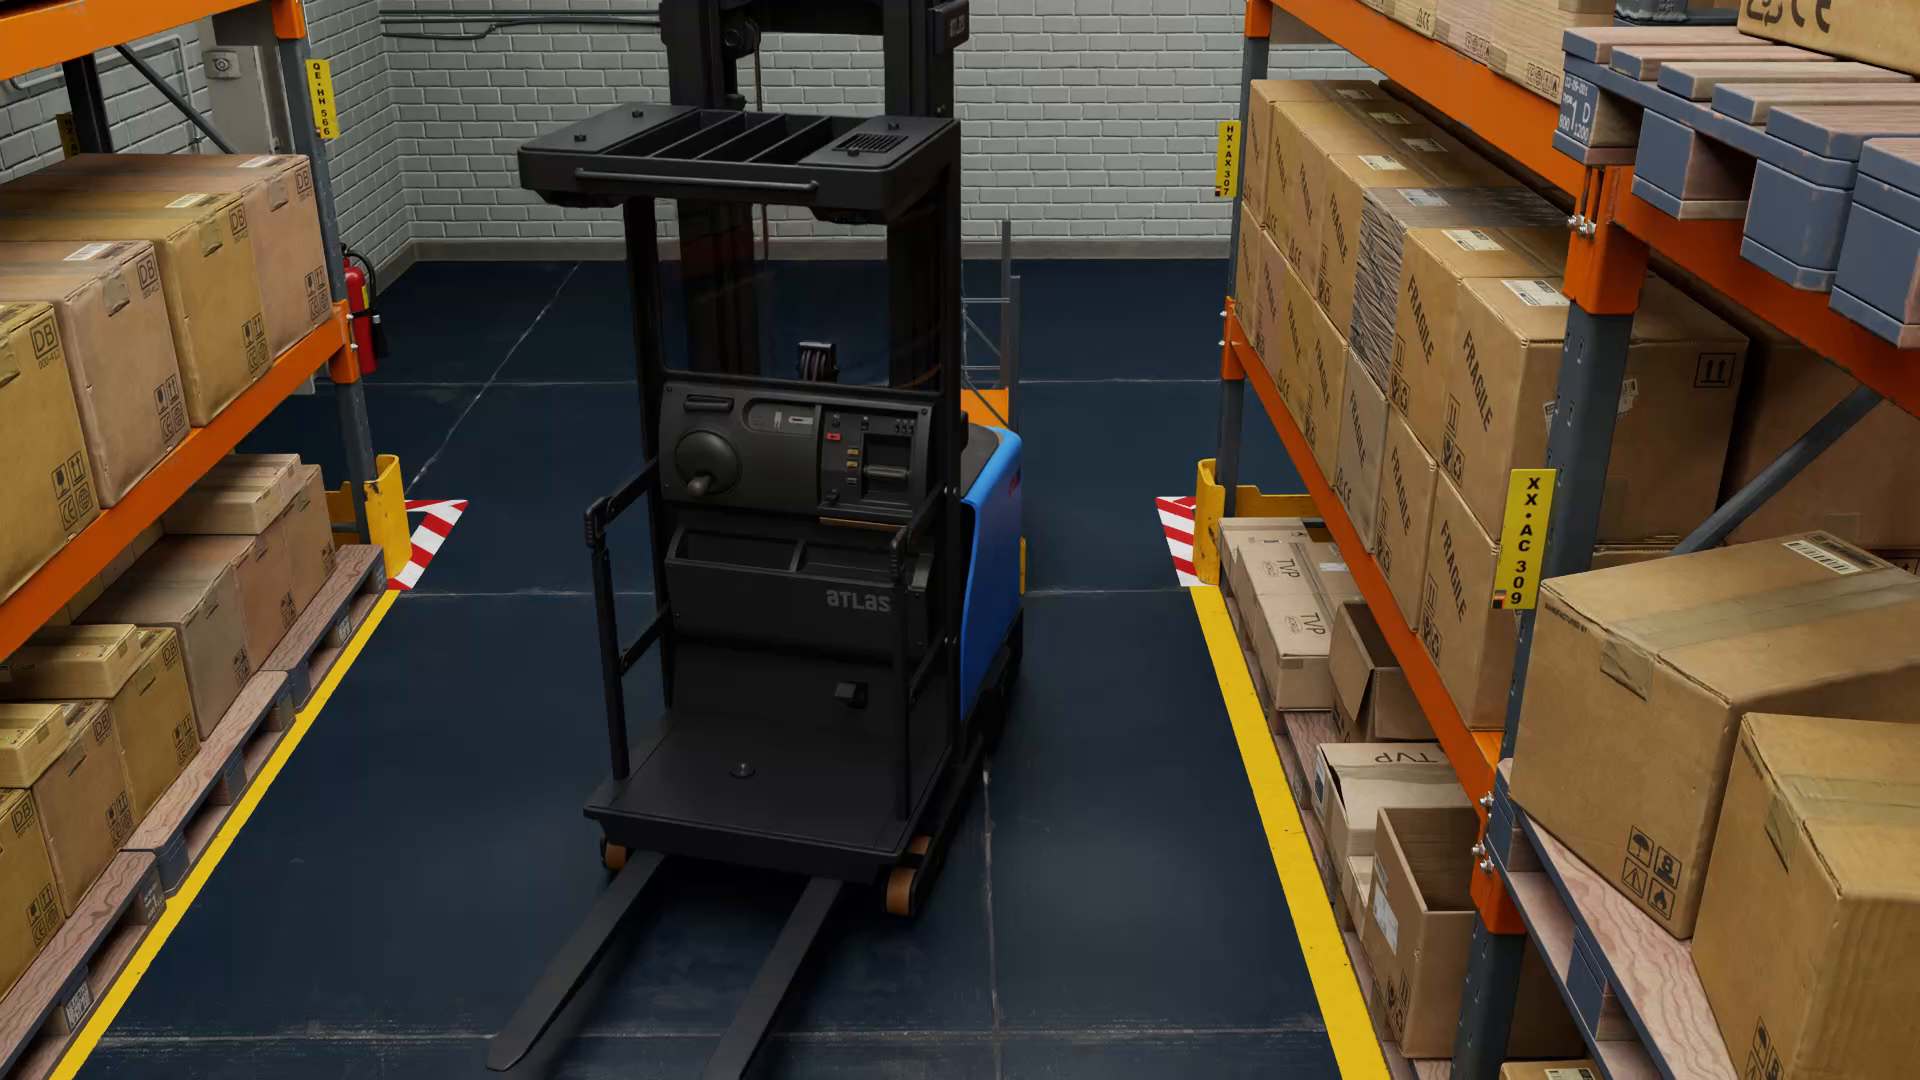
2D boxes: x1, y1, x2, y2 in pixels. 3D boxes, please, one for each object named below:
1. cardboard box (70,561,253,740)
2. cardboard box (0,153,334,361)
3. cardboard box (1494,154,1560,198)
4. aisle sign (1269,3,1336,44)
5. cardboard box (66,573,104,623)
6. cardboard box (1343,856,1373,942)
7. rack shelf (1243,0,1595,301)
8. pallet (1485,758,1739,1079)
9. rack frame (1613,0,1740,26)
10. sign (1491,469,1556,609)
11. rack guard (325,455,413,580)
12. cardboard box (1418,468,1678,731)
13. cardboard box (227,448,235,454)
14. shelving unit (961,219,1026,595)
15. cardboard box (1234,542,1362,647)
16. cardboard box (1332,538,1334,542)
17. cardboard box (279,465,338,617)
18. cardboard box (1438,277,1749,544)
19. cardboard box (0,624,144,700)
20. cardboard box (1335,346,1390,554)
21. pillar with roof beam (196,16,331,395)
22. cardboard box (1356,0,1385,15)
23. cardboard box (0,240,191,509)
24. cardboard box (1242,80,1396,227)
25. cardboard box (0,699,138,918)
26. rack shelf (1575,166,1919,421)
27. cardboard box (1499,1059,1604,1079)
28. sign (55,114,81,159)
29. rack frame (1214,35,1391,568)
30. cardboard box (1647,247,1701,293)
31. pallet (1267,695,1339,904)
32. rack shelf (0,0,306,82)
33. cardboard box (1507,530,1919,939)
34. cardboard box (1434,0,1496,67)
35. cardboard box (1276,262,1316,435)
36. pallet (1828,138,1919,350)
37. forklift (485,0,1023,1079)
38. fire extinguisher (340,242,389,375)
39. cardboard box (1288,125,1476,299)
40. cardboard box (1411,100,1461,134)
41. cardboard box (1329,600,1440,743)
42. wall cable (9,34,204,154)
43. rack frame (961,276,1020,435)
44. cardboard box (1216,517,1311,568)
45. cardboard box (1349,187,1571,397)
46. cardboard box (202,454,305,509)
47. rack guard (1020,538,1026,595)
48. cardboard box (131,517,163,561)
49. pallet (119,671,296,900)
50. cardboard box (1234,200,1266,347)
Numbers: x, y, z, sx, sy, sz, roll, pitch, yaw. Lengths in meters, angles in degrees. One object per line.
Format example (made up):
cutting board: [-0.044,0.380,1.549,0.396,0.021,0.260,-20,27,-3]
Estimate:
cardboard box: [-3.127,0.414,6.218,0.700,0.500,0.500,-1,24,-2]
cardboard box: [-3.230,-1.161,6.814,0.980,0.700,0.700,1,24,2]
cardboard box: [2.009,-0.944,5.363,0.500,0.500,0.500,0,24,1]
aisle sign: [1.413,-2.470,6.917,0.394,0.787,0.004,0,24,-1]
cardboard box: [-3.324,0.177,5.955,0.380,0.149,0.250,0,24,0]
cardboard box: [1.397,1.100,5.103,0.380,0.149,0.250,0,24,-1]
rack shelf: [1.729,-1.474,5.101,1.077,0.370,4.000,0,24,-1]
pallet: [1.651,0.807,3.059,1.003,0.211,1.213,0,24,-1]
rack frame: [1.751,-2.344,2.512,1.000,3.000,0.127,0,24,-1]
sign: [1.208,0.001,3.558,0.100,0.325,0.005,0,24,-1]
rack guard: [-3.246,-0.106,7.877,1.175,0.500,0.348,0,24,-1]
cardboard box: [1.489,0.139,4.181,0.500,0.500,0.500,0,24,0]
cardboard box: [-3.340,-0.345,7.110,0.380,0.149,0.250,0,24,0]
shelving unit: [0.001,-0.652,7.871,0.587,1.500,1.083,0,24,-1]
cardboard box: [1.435,0.225,6.915,0.500,0.250,0.500,0,24,-1]
cardboard box: [1.960,-0.097,7.325,0.500,0.500,0.500,0,24,-1]
cardboard box: [-3.138,0.001,7.132,0.700,0.500,0.500,0,24,-1]
cardboard box: [1.487,-0.319,3.980,0.500,0.500,0.500,0,24,0]
cardboard box: [-2.935,0.400,5.463,0.380,0.149,0.250,-1,24,-2]
cardboard box: [1.474,-0.285,5.119,0.500,0.500,0.500,0,24,1]
pillar with roof beam: [0.164,-5.096,8.598,9.100,9.000,0.400,0,24,-1]
cardboard box: [1.470,-1.726,4.969,0.500,0.250,0.500,0,24,-1]
cardboard box: [-3.212,-0.548,5.457,0.980,0.700,0.700,-1,24,-3]
cardboard box: [1.449,-1.576,6.759,0.500,0.500,0.500,0,24,1]
cardboard box: [-3.110,0.845,5.265,0.700,0.500,0.500,0,24,-1]
rack shelf: [1.773,0.175,1.457,1.077,0.370,4.000,0,24,-1]
cardboard box: [1.513,1.528,3.730,0.500,0.500,0.500,-1,24,-3]
sign: [-3.801,-1.665,7.146,0.100,0.325,0.005,0,24,-1]
rack frame: [1.707,-1.259,7.393,1.000,3.000,0.127,0,24,-1]
cardboard box: [2.021,-0.520,4.424,0.500,0.500,0.500,-1,24,-2]
pallet: [1.728,0.873,6.063,1.003,0.211,1.213,0,24,-1]
rack shelf: [-3.224,-1.450,5.048,1.077,0.370,4.000,0,24,-1]
cardboard box: [1.532,0.349,3.208,0.700,0.500,0.500,-9,26,-18]
cardboard box: [1.485,-1.314,4.057,0.500,0.250,0.500,0,24,-1]
cardboard box: [1.462,-0.701,6.038,0.500,0.500,0.500,0,24,-1]
pallet: [1.702,-0.195,1.630,1.213,0.211,1.003,0,24,-1]
forklift: [-0.598,-0.266,5.281,1.130,2.935,3.031,6,25,13]
fire extinguisher: [-2.786,-1.094,7.575,0.296,0.674,0.183,0,24,-1]
cardboard box: [1.462,-1.154,5.827,0.500,0.500,0.500,0,24,0]
cardboard box: [1.993,-1.369,6.303,0.500,0.500,0.500,0,24,1]
cardboard box: [1.725,0.552,5.884,0.797,0.503,0.637,0,24,-1]
wall cable: [-4.206,-2.221,8.288,0.084,1.984,1.851,0,24,-1]
rack frame: [0.006,-0.439,7.400,0.500,1.500,0.032,0,24,-1]
cardboard box: [1.368,0.014,7.505,0.380,0.149,0.250,0,24,-1]
cardboard box: [1.473,-0.738,4.906,0.500,0.500,0.500,0,24,0]
cardboard box: [-2.955,-0.243,6.883,0.380,0.149,0.250,-1,24,-1]
rack guard: [0.006,0.123,7.675,0.587,0.250,0.087,0,24,-1]
cardboard box: [-3.331,-0.034,6.421,0.380,0.149,0.250,0,24,0]
pallet: [-3.149,0.866,6.079,1.003,0.211,1.213,0,24,-1]
cardboard box: [1.449,-1.120,6.966,0.500,0.500,0.500,0,24,1]
